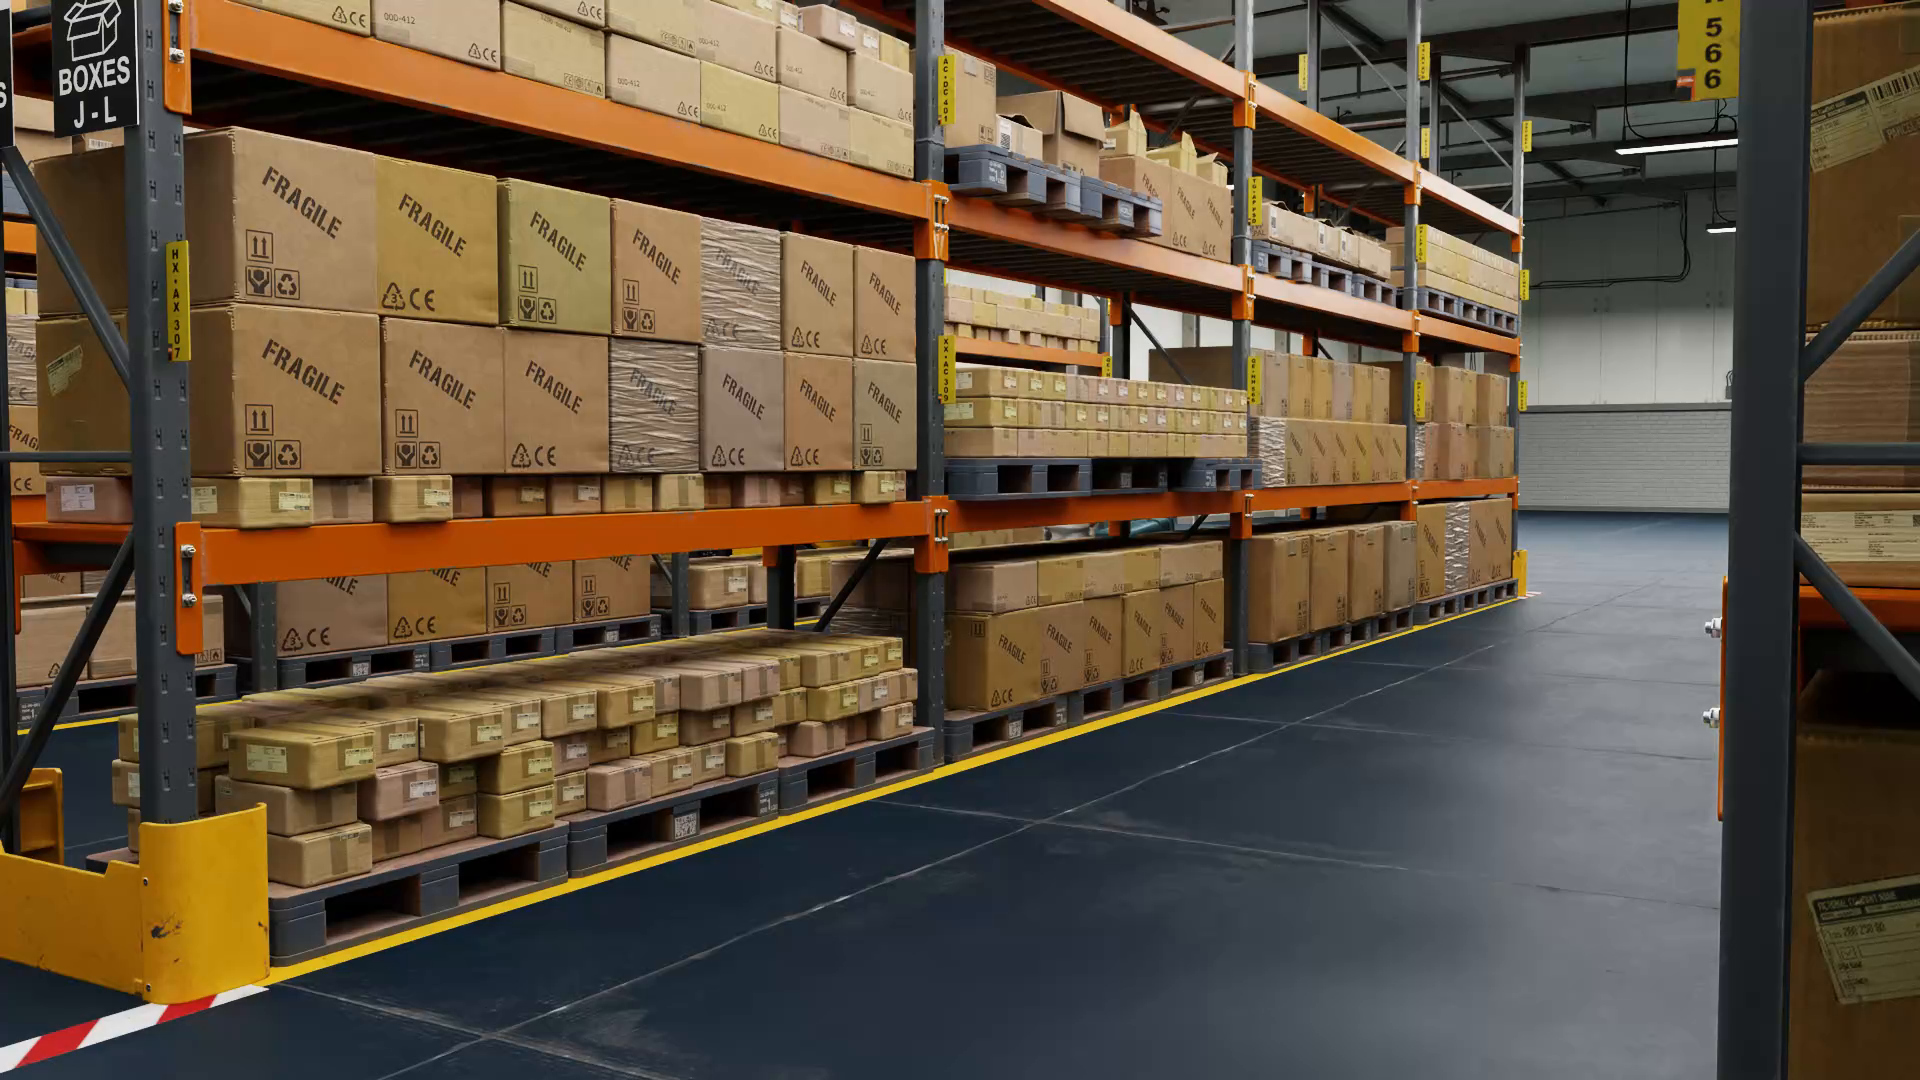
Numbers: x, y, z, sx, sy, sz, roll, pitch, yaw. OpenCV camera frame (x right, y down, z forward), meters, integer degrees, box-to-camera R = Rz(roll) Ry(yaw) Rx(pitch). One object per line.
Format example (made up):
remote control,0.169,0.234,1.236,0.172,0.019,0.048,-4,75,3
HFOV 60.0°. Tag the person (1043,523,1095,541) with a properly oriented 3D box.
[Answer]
person,0.924,-0.071,14.098,0.525,1.782,0.337,2,3,32
